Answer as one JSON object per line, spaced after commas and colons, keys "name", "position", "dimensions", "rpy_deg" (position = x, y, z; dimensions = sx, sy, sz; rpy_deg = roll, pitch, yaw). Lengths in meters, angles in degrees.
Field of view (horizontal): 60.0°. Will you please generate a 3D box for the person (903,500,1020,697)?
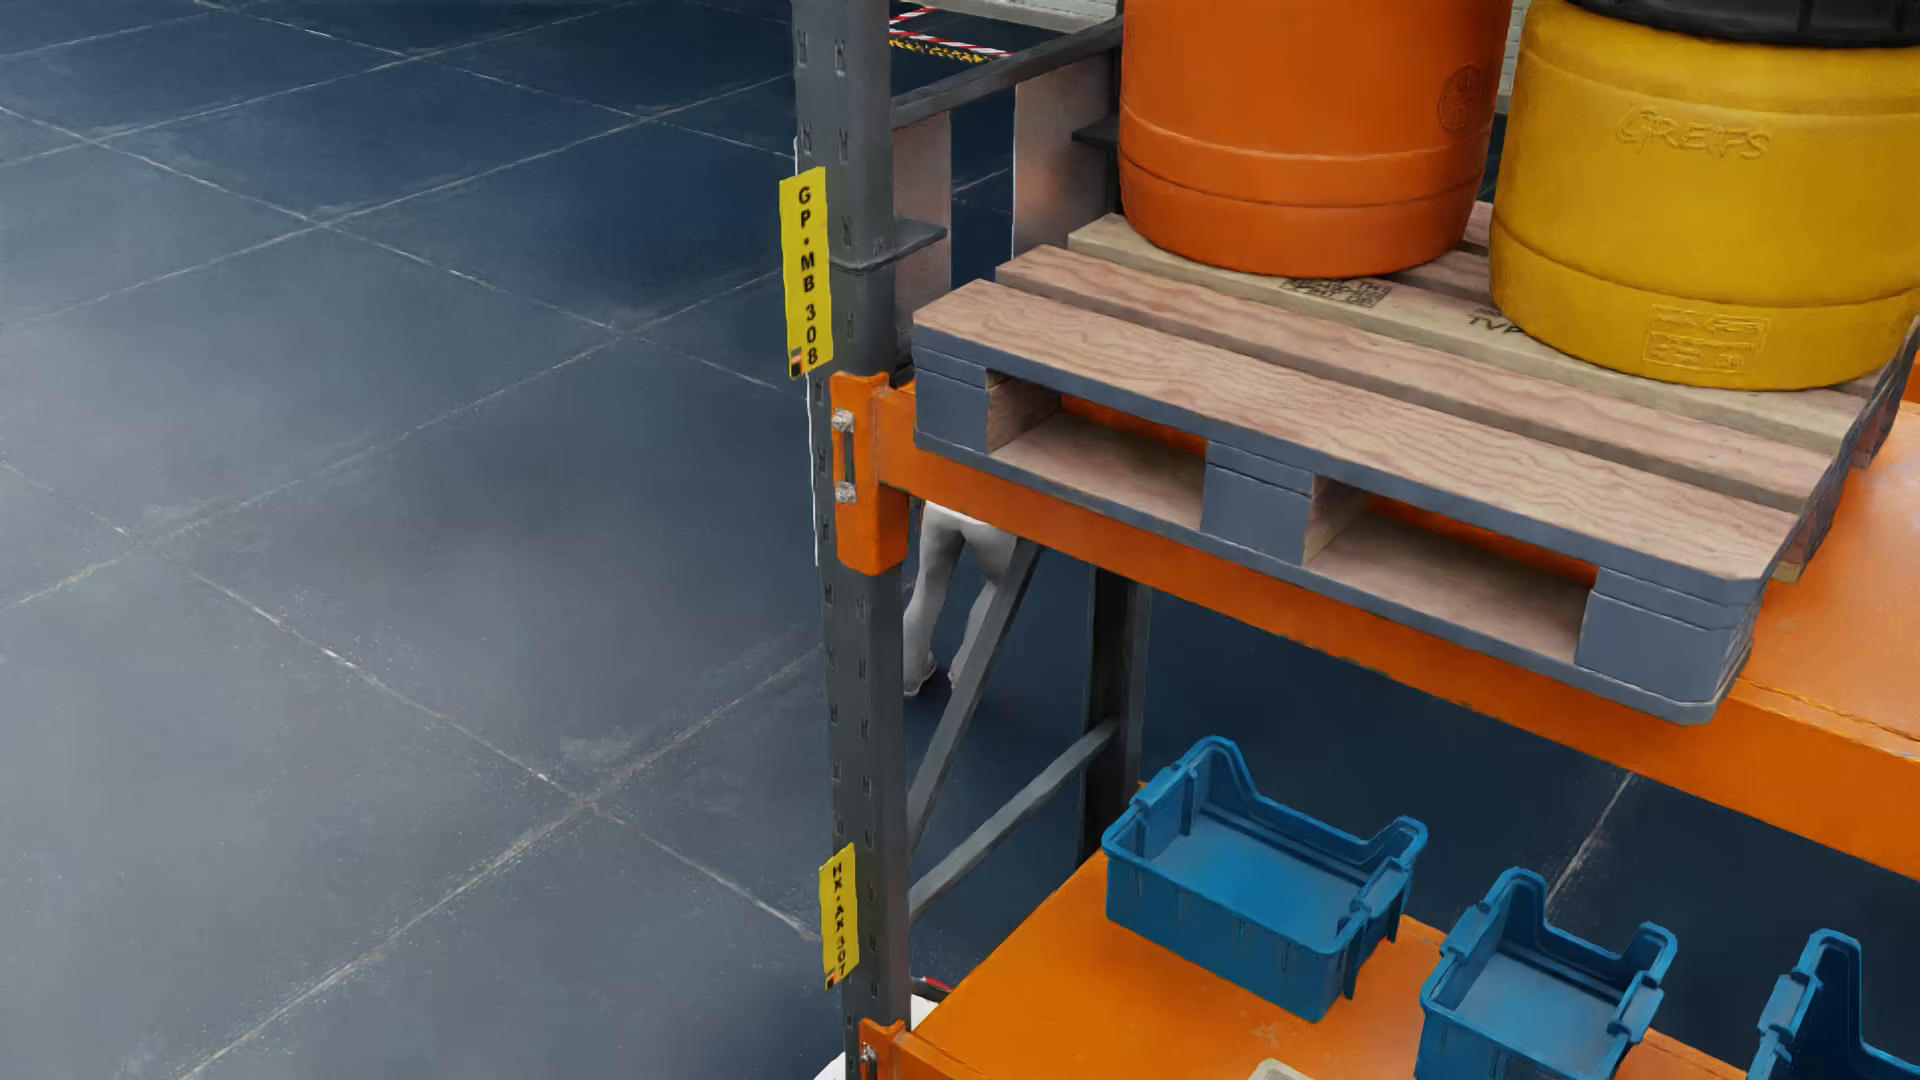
{"name": "person", "position": [0.024, -0.113, 6.303], "dimensions": [0.551, 1.649, 0.383], "rpy_deg": [14, 34, 22]}
